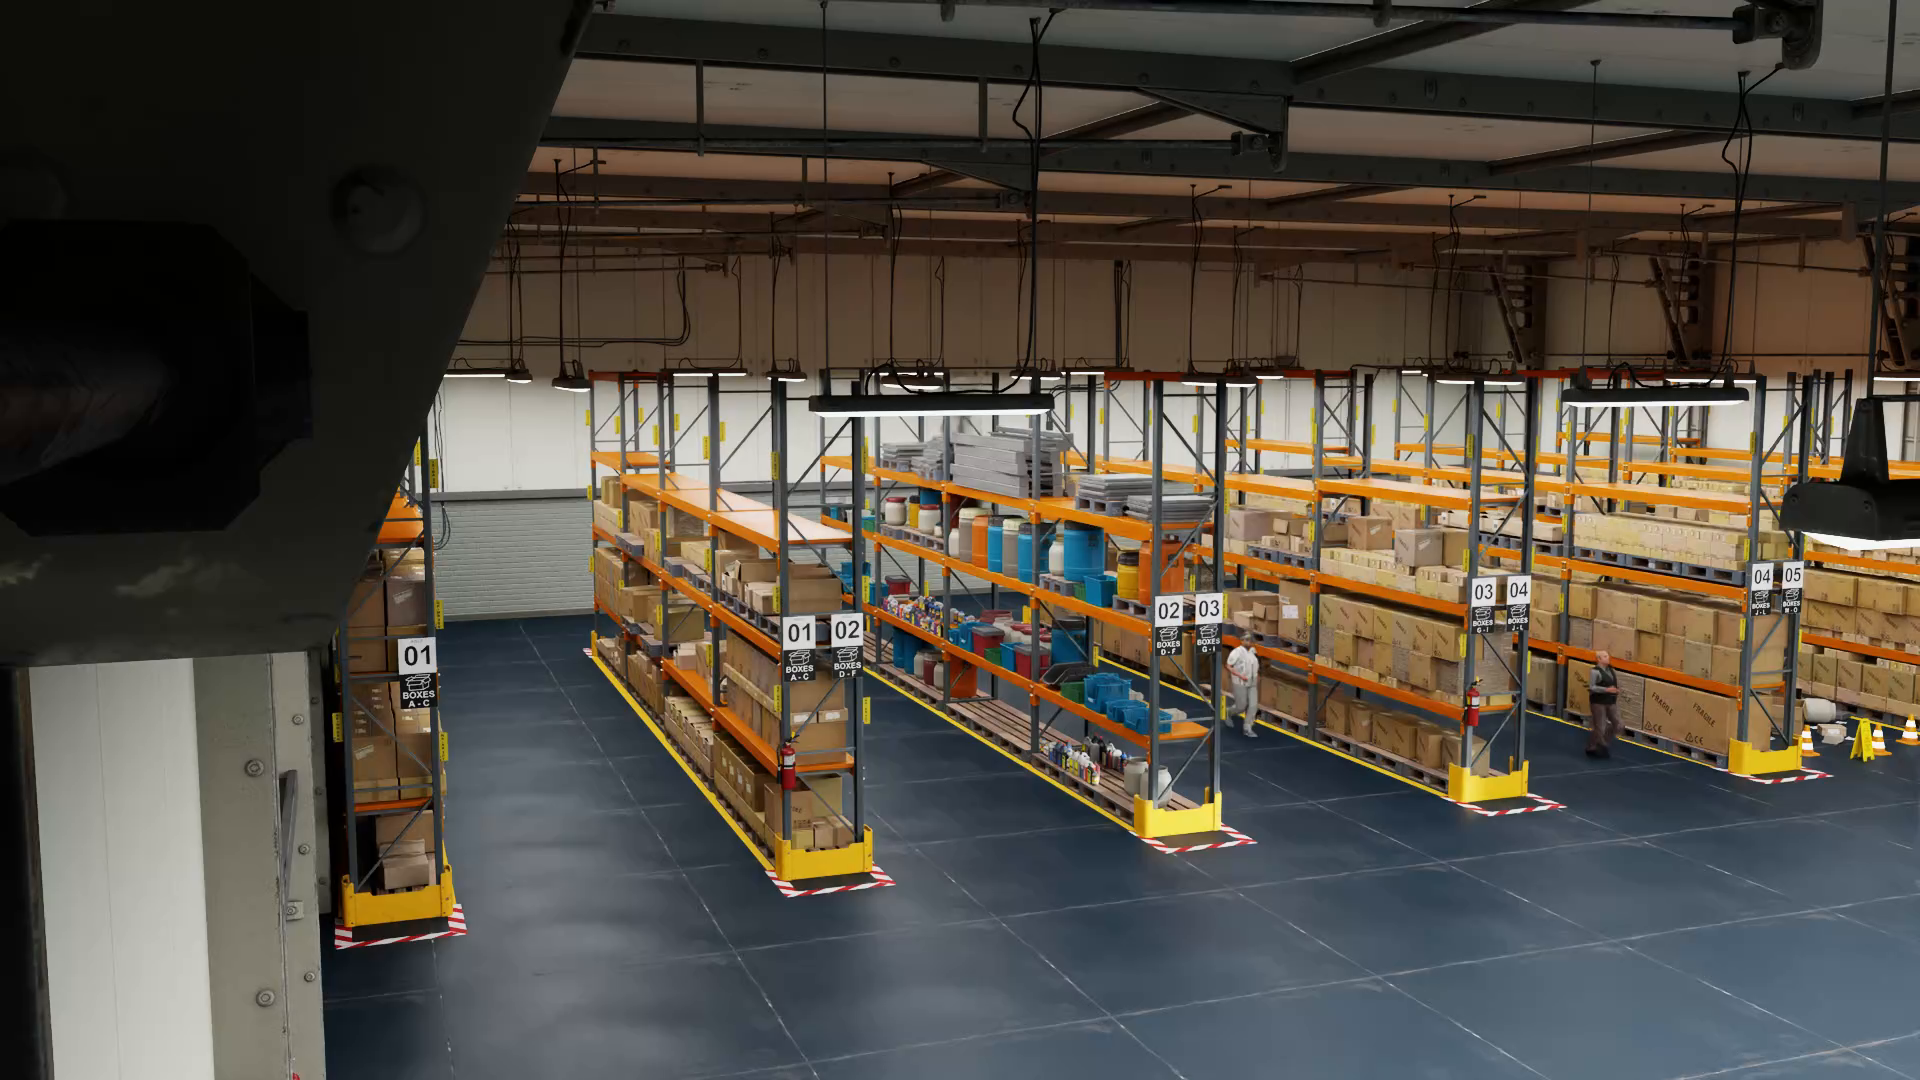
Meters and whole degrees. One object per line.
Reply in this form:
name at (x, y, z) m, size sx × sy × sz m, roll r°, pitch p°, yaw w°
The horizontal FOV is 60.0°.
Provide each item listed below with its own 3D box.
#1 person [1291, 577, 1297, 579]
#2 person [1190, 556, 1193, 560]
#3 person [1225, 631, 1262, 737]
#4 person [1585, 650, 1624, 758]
person at (6.960, 1.600, 35.175) m, size 0.643 × 1.665 × 0.688 m, roll -3°, pitch 7°, yaw -29°
person at (5.426, 1.177, 38.649) m, size 0.562 × 1.674 × 0.685 m, roll -2°, pitch 7°, yaw -13°
person at (4.723, 2.368, 27.694) m, size 0.660 × 1.750 × 0.772 m, roll -4°, pitch 7°, yaw -29°
person at (10.110, 2.587, 26.016) m, size 0.642 × 1.717 × 0.647 m, roll -4°, pitch 7°, yaw -30°
